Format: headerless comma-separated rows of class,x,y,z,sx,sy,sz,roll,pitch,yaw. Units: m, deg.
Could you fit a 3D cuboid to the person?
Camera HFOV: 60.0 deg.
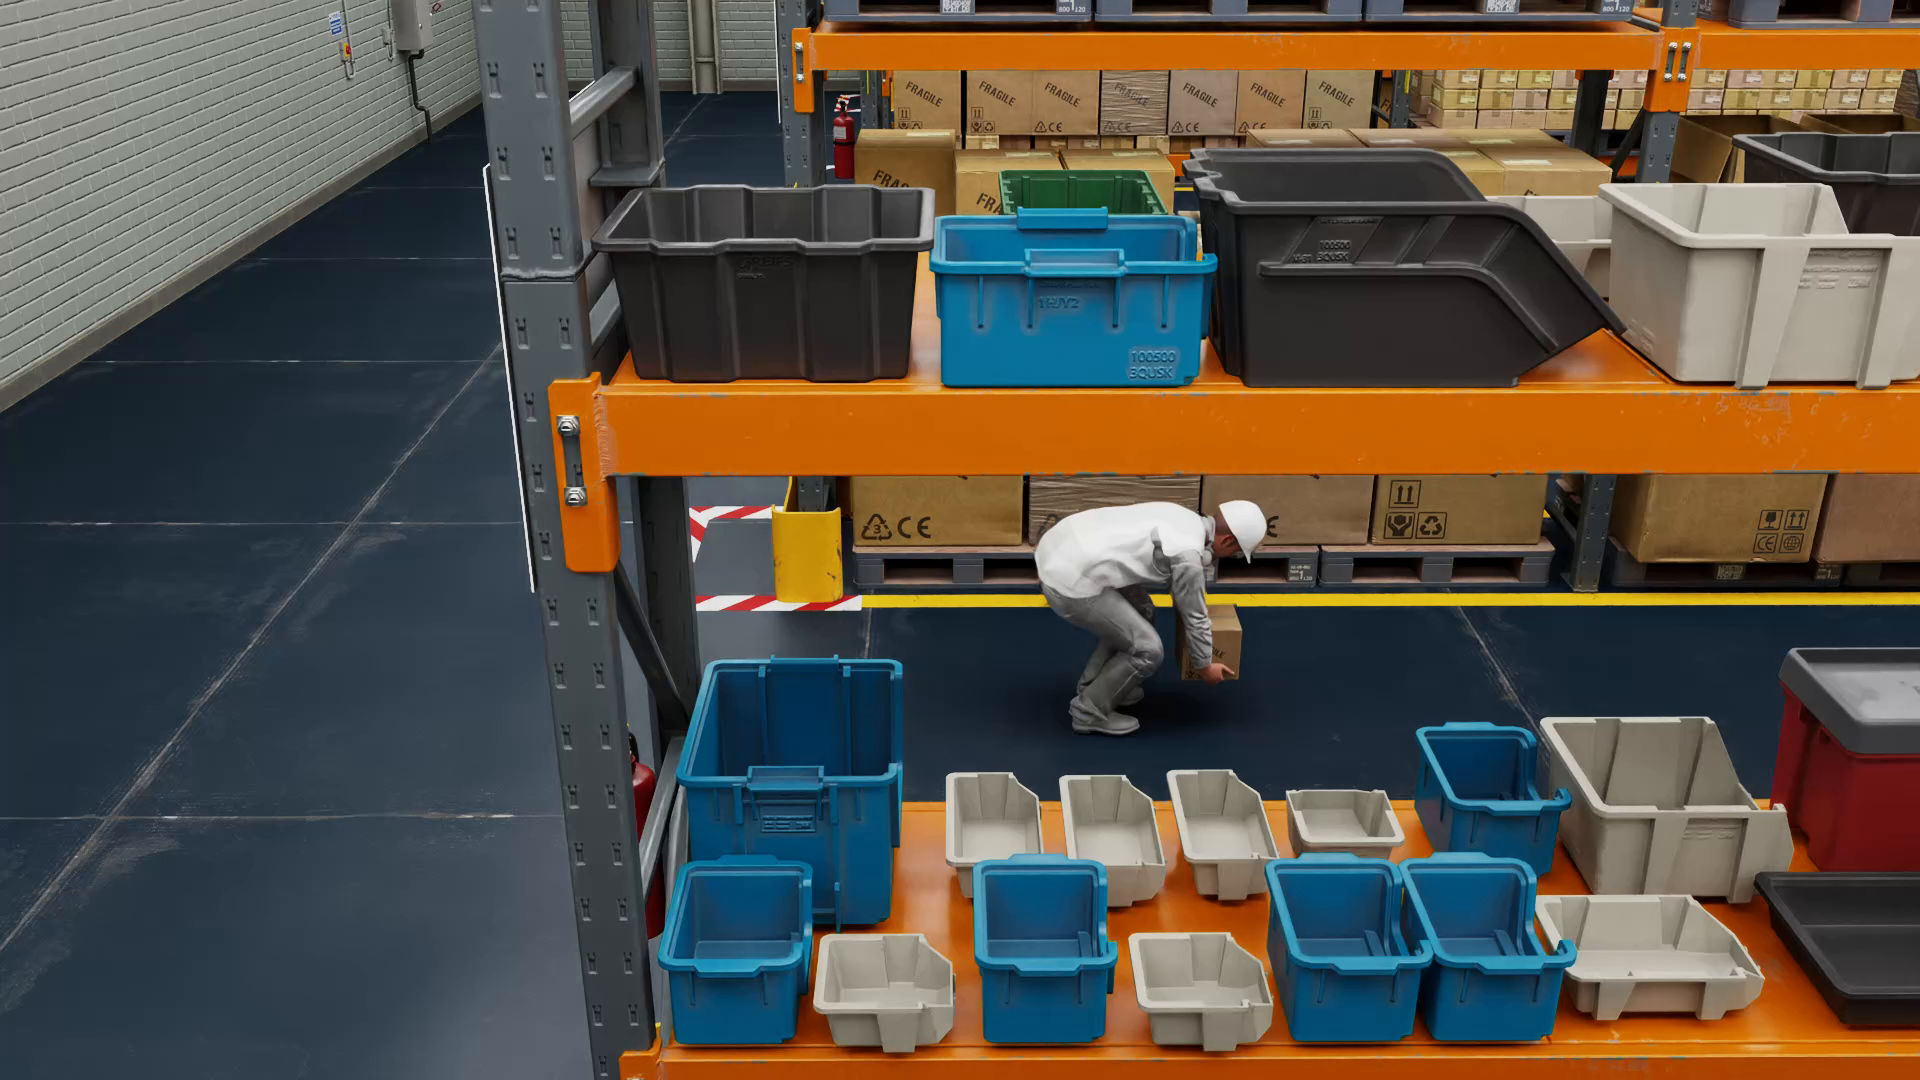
person,0.824,0.320,7.285,0.995,1.014,0.502,-1,24,-3
